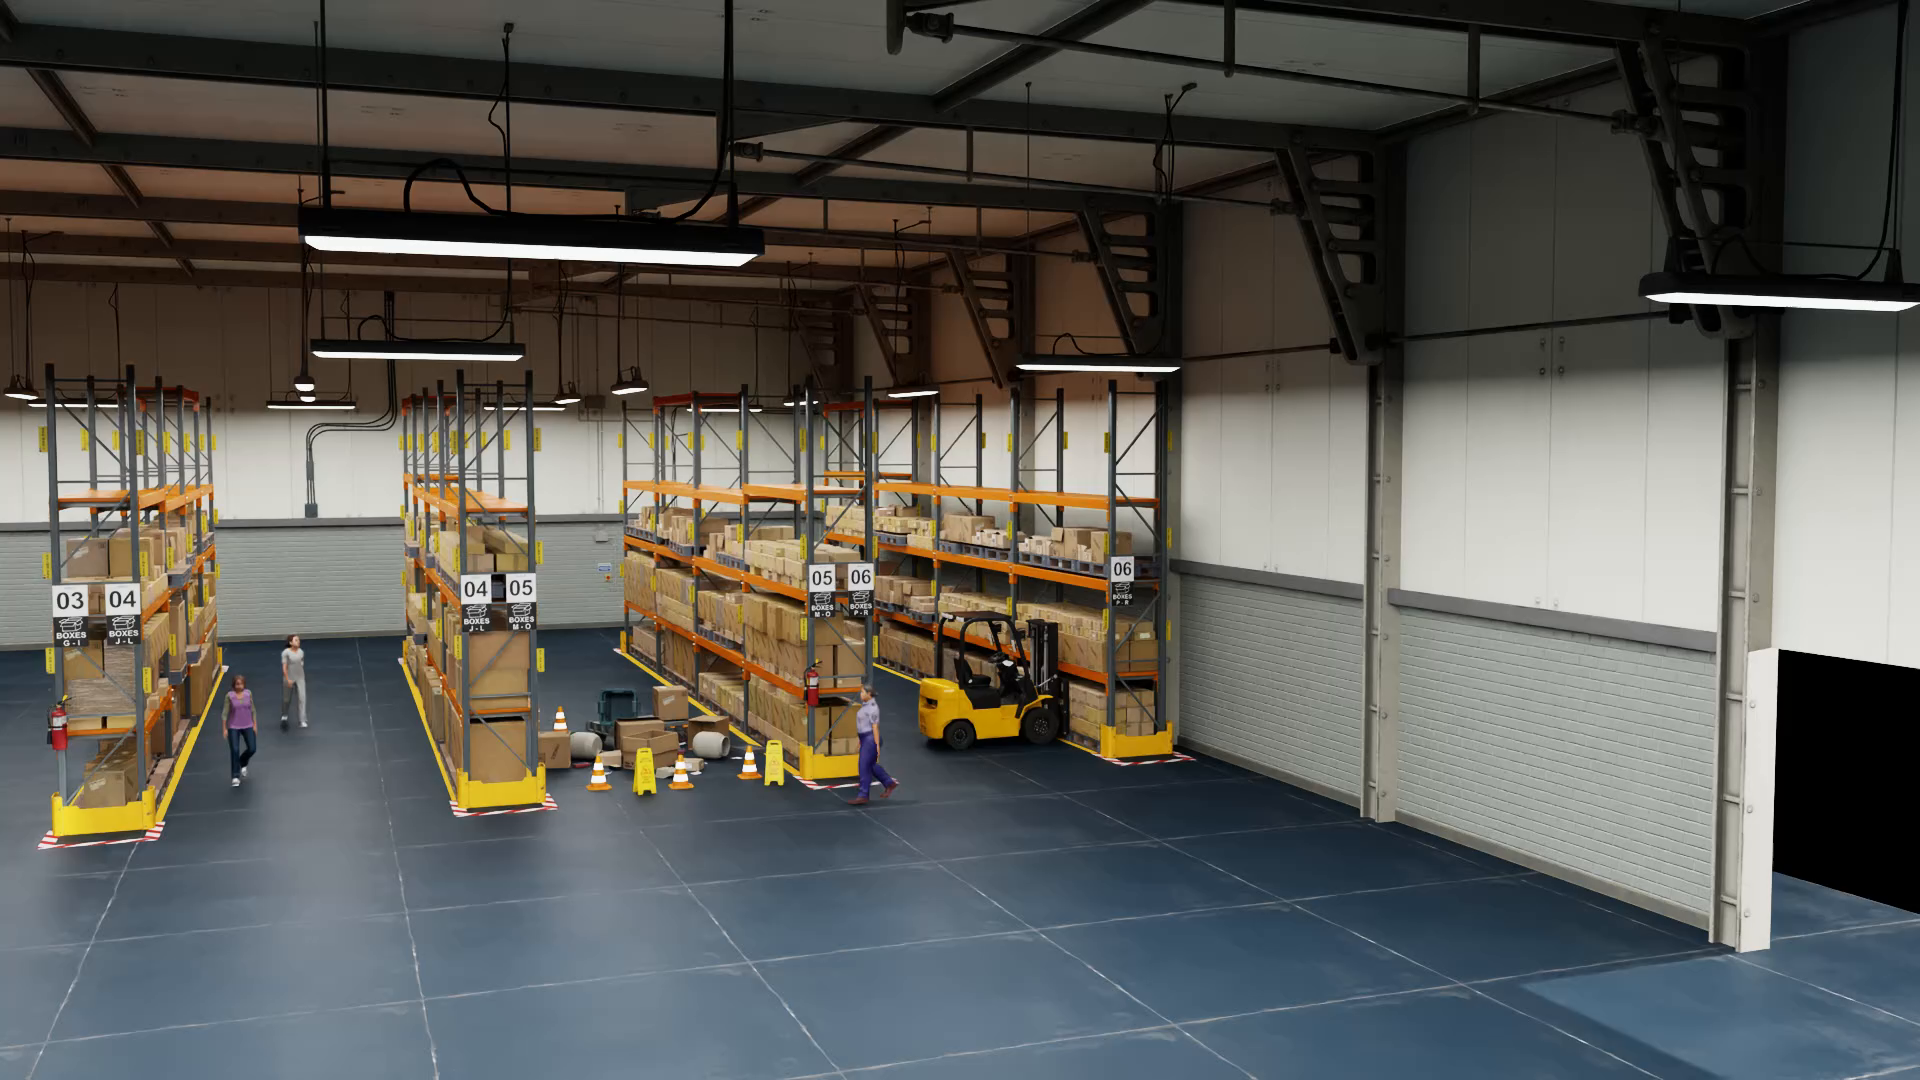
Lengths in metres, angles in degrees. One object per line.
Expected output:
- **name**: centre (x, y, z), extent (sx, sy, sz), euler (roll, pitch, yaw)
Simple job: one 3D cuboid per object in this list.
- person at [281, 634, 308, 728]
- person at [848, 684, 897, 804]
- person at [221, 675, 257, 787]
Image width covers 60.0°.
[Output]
- **person**: centre (-11.738, 2.460, 29.264), extent (0.399, 1.624, 1.019), euler (-2, 4, -31)
- **person**: centre (-1.220, 2.821, 23.205), extent (0.734, 1.636, 0.462), euler (-1, 3, -10)
- **person**: centre (-10.569, 2.782, 24.385), extent (0.485, 1.590, 0.540), euler (-2, 4, -34)
